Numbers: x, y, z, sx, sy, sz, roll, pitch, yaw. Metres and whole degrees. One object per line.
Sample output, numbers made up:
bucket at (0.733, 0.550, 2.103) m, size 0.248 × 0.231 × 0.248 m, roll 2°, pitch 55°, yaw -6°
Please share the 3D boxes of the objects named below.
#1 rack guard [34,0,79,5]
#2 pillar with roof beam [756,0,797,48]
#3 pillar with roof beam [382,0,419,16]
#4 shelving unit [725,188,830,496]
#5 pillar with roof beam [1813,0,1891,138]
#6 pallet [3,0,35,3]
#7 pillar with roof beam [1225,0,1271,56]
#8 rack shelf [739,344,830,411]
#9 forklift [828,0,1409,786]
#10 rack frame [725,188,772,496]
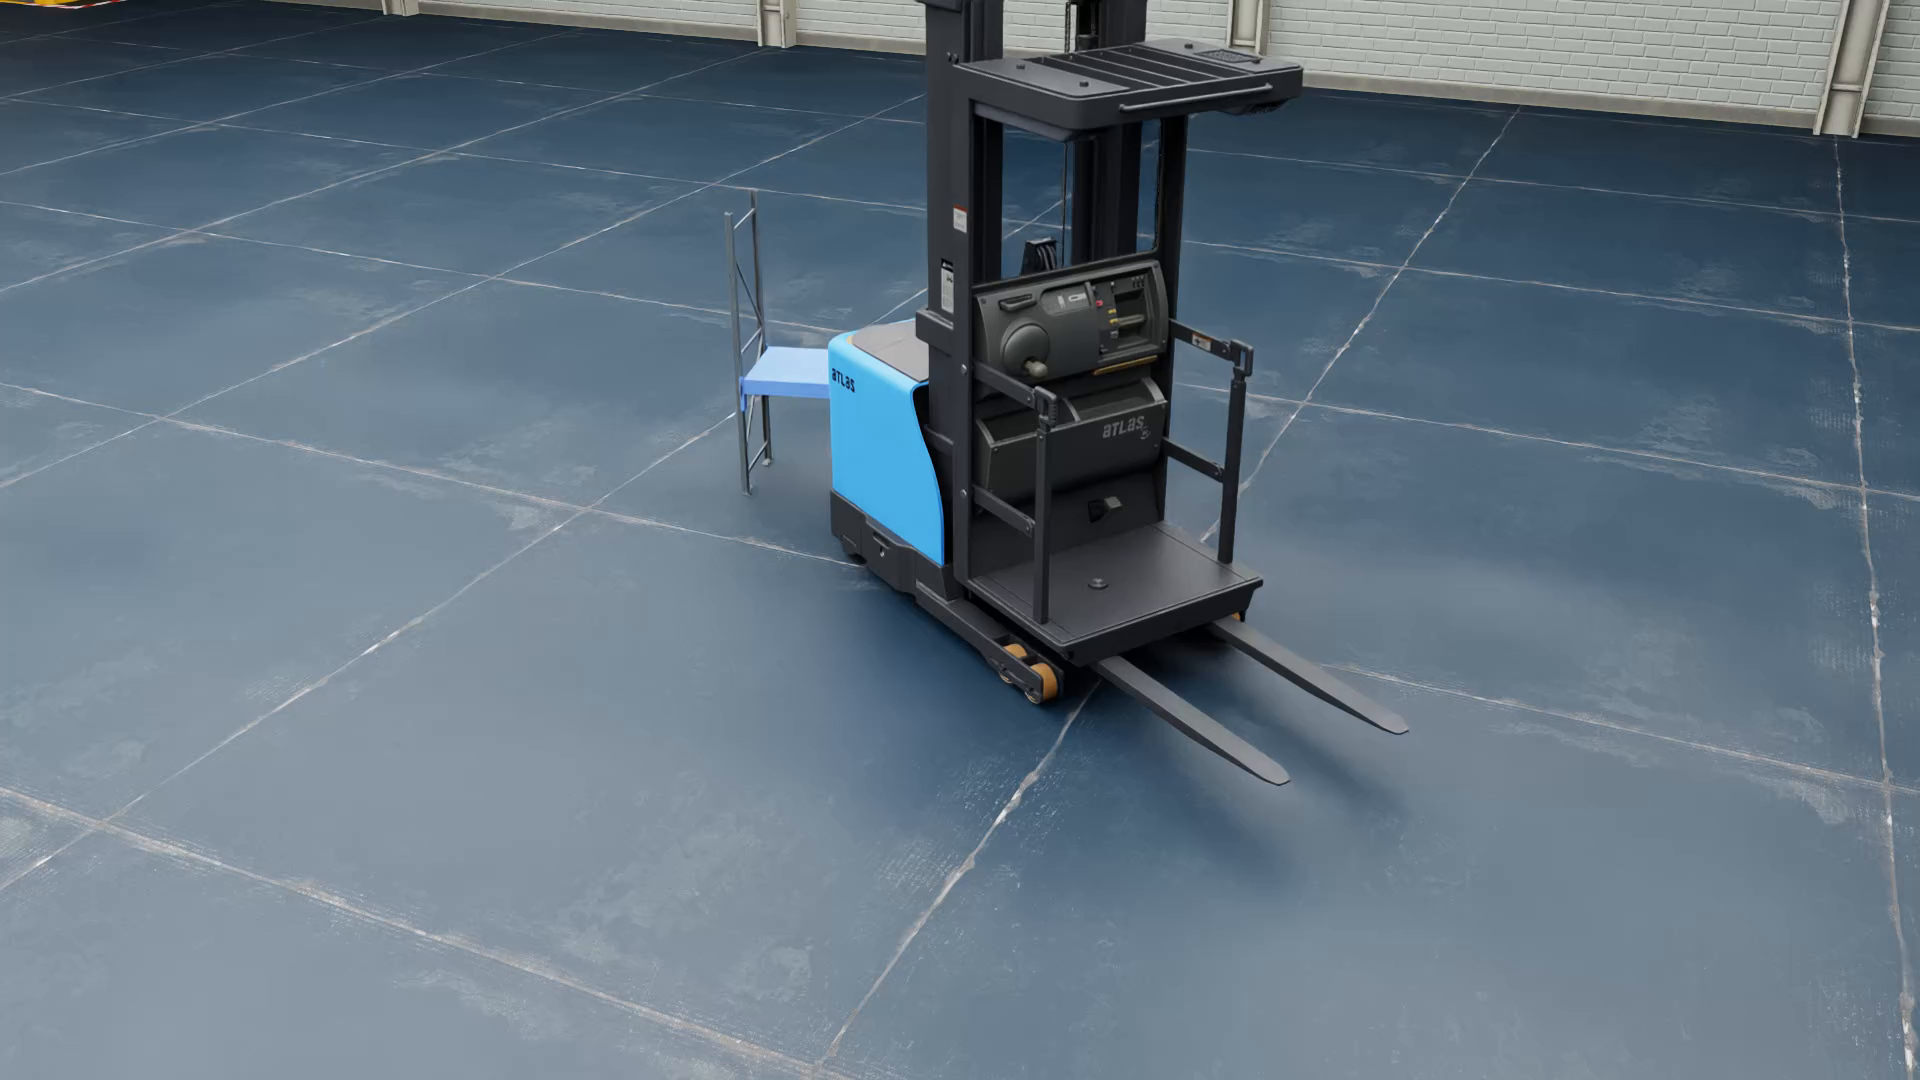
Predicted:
rack guard at (-12.928, -8.135, 24.207) m, size 0.348 × 0.500 × 1.175 m, roll 11°, pitch 28°, yaw 22°
pillar with roof beam at (-4.069, -8.517, 15.361) m, size 0.400 × 9.000 × 9.100 m, roll 11°, pitch 28°, yaw 22°
pillar with roof beam at (-9.530, -9.614, 17.590) m, size 0.400 × 9.000 × 9.100 m, roll 11°, pitch 28°, yaw 22°
shelving unit at (-0.587, -0.982, 8.546) m, size 1.048 × 1.500 × 0.538 m, roll 4°, pitch 26°, yaw 8°
pillar with roof beam at (6.855, -6.323, 10.905) m, size 0.400 × 9.000 × 9.100 m, roll 11°, pitch 28°, yaw 22°
pallet at (-13.663, -8.133, 24.530) m, size 1.213 × 0.211 × 1.003 m, roll 11°, pitch 28°, yaw 22°
pillar with roof beam at (1.393, -7.420, 13.133) m, size 0.400 × 9.000 × 9.100 m, roll 11°, pitch 28°, yaw 22°
rack shelf at (-0.587, -0.820, 8.625) m, size 1.000 × 0.185 × 0.538 m, roll 4°, pitch 26°, yaw 8°
forklift at (0.594, -0.877, 6.713) m, size 1.130 × 2.935 × 3.031 m, roll -16°, pitch 30°, yaw -29°
rack frame at (-1.089, -1.016, 8.616) m, size 0.032 × 1.500 × 0.500 m, roll 4°, pitch 26°, yaw 8°
